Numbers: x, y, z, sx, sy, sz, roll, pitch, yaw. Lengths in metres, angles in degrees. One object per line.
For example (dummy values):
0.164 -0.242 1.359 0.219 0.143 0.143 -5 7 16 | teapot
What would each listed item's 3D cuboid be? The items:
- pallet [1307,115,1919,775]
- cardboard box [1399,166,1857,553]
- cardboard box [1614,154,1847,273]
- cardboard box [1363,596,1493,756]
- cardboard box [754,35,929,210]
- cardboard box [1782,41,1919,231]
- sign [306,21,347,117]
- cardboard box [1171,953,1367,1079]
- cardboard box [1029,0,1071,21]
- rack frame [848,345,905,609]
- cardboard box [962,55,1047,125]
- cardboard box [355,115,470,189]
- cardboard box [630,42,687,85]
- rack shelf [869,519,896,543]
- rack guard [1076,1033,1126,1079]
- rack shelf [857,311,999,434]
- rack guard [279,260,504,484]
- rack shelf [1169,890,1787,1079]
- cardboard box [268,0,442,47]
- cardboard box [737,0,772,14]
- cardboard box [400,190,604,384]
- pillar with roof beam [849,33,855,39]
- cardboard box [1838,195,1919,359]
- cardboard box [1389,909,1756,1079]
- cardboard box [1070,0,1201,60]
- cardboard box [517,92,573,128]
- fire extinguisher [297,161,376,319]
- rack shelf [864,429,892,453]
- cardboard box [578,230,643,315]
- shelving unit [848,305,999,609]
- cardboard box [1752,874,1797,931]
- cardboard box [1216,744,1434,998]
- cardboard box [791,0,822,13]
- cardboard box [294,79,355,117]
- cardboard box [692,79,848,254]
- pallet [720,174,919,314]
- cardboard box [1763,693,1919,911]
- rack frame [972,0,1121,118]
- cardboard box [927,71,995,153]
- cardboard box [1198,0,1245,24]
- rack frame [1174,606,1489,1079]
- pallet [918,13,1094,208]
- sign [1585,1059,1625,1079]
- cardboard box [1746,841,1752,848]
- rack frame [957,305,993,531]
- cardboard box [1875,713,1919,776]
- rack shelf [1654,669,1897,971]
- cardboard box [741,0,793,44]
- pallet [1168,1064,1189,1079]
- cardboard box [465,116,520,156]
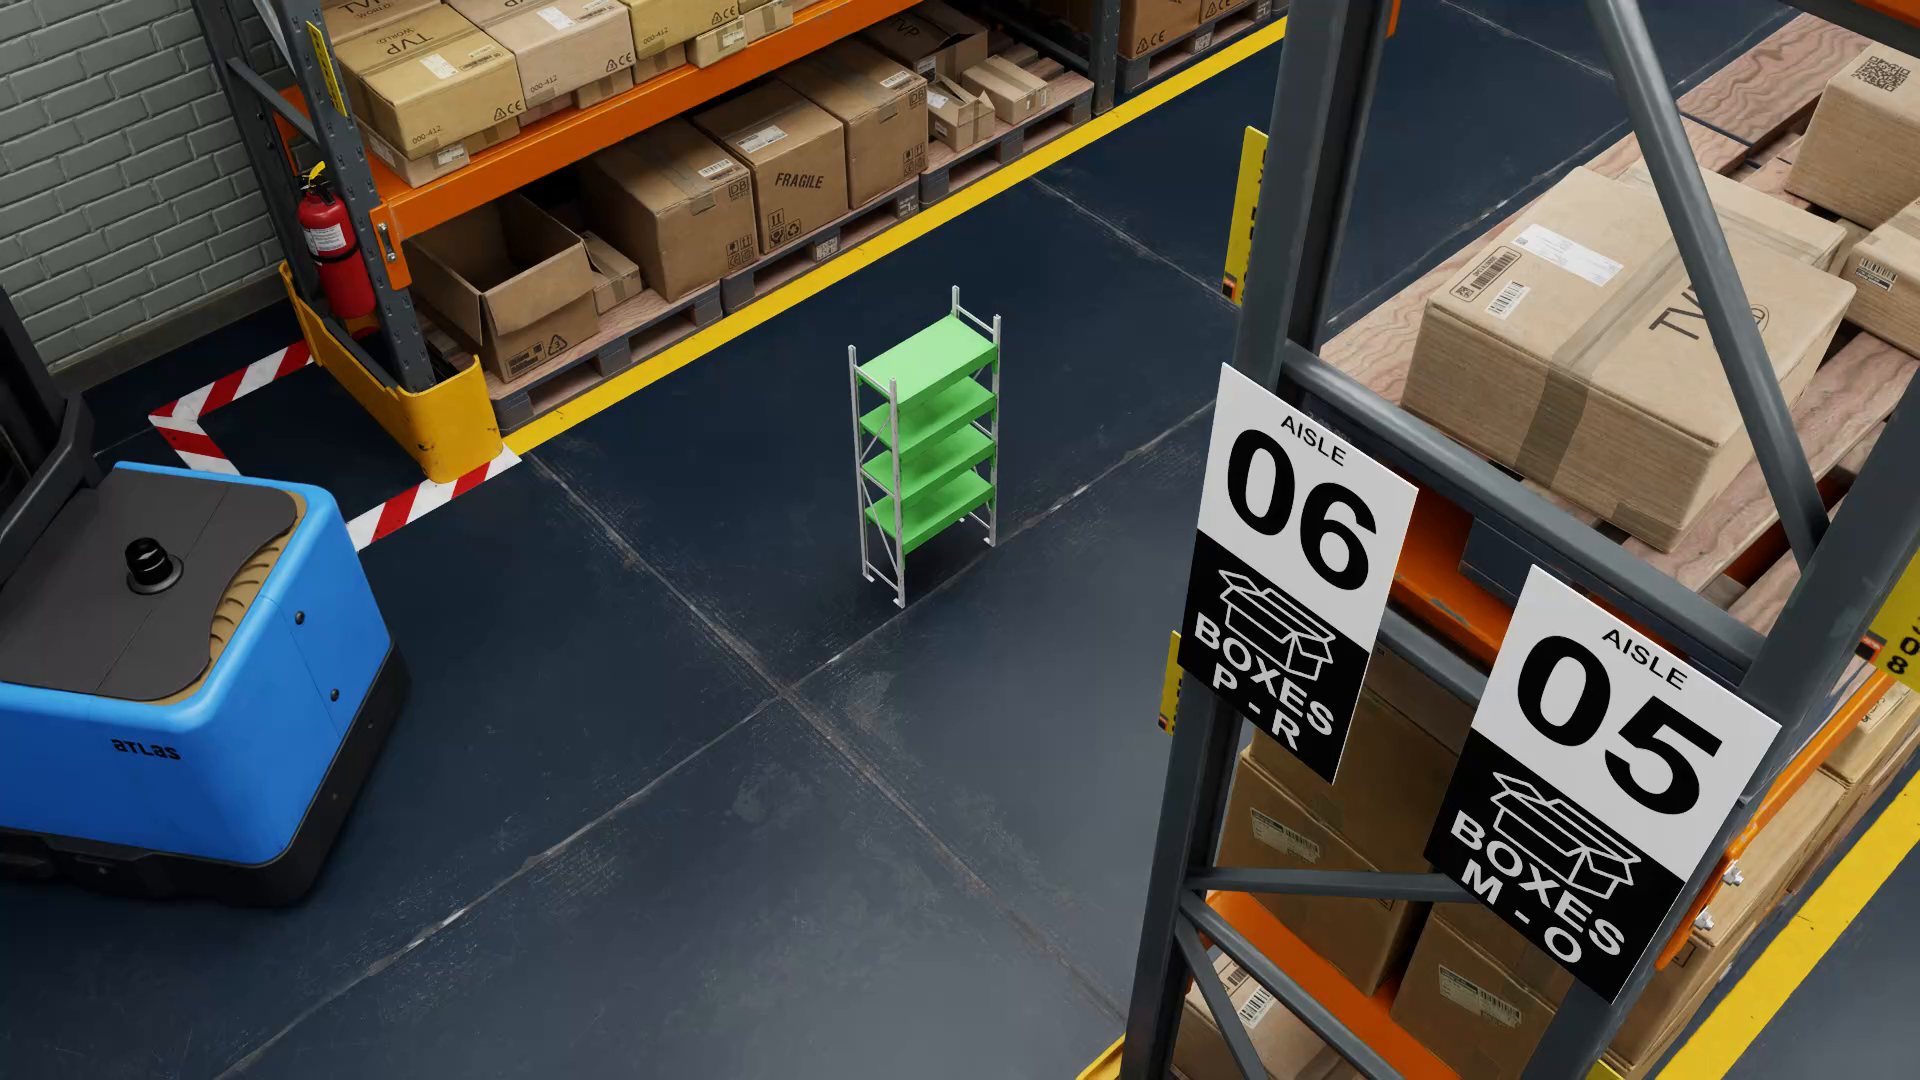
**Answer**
1.368 -0.261 3.023 1.213 0.211 1.003 -34 56 -27 | pallet
1.098 -0.316 2.761 0.500 0.250 0.500 34 56 27 | cardboard box
1.354 -0.532 3.030 0.380 0.149 0.250 35 56 28 | cardboard box
0.956 0.219 3.371 0.250 0.149 0.380 -33 55 -27 | cardboard box
-0.573 -2.059 8.078 0.500 0.500 0.700 -36 57 -28 | cardboard box
1.967 -0.778 3.146 0.500 0.311 0.500 -33 55 -27 | cardboard box
-2.151 -1.598 5.647 0.005 0.325 0.100 -34 56 -27 | sign
1.247 1.444 4.888 0.875 0.438 0.875 -36 57 -28 | cardboard box
0.904 -3.513 9.317 1.298 0.649 0.516 -32 55 -26 | cardboard box
-0.303 -0.204 6.175 0.015 1.200 0.240 -34 56 -27 | rack frame
0.229 -2.317 8.554 0.250 0.149 0.380 -35 56 -28 | cardboard box
-2.089 -1.527 6.342 0.250 0.149 0.380 -34 56 -27 | cardboard box
-1.340 -2.053 6.827 0.250 0.149 0.380 -33 55 -27 | cardboard box
-0.122 -0.138 6.489 0.442 0.029 0.199 -34 56 -27 | rack shelf
0.808 1.958 4.657 0.348 0.500 1.175 -34 56 -27 | rack guard
-0.122 -0.607 5.981 0.480 0.148 0.258 -34 56 -27 | rack shelf
-2.460 -0.789 7.191 0.348 0.500 1.175 -34 56 -27 | rack guard
2.305 0.353 4.926 4.000 0.370 1.077 -34 56 -27 | rack shelf
-2.355 -2.021 6.527 0.500 0.250 0.500 -32 55 -26 | cardboard box
-0.890 -2.493 6.962 0.500 0.250 0.500 -35 56 -28 | cardboard box
-2.000 -1.146 7.232 0.637 0.503 0.797 -36 57 -28 | cardboard box
2.218 -3.416 3.832 0.400 9.000 9.100 -34 56 -27 | pillar with roof beam
1.785 -0.423 2.929 0.250 0.149 0.380 -32 55 -26 | cardboard box
1.374 0.983 3.787 0.500 0.500 0.500 -34 56 -27 | cardboard box
0.952 -2.988 8.935 0.500 0.500 0.500 -31 55 -26 | cardboard box
-1.760 -1.827 6.619 0.250 0.149 0.380 -34 56 -28 | cardboard box
-2.314 -1.122 6.104 0.183 0.674 0.296 -34 56 -27 | fire extinguisher
-0.122 -0.464 6.136 0.442 0.029 0.199 -34 56 -27 | rack shelf
-1.660 -1.214 7.537 0.250 0.149 0.380 -36 57 -28 | cardboard box
7.177 1.156 4.921 8.595 1.200 13.061 -34 56 -27 | shelving unit
1.729 0.718 4.032 0.500 0.500 0.500 -35 56 -28 | cardboard box
1.004 0.682 4.065 0.500 0.500 0.500 -33 56 -27 | cardboard box
-0.777 -2.443 7.188 0.250 0.149 0.380 -34 56 -27 | cardboard box
-2.452 -1.824 6.616 0.250 0.149 0.380 -34 56 -28 | cardboard box
-0.883 -1.753 7.795 0.500 0.500 0.500 -33 55 -27 | cardboard box
-0.969 -1.686 8.215 1.213 0.211 1.003 -34 56 -27 | pallet
1.750 0.384 3.660 0.500 0.500 0.500 -35 56 -28 | cardboard box
0.443 -3.577 8.063 0.127 3.000 1.000 -34 56 -27 | rack frame
-0.036 -2.180 8.349 0.258 0.266 0.396 -32 55 -26 | cardboard box
1.340 -3.257 9.182 0.500 0.500 0.500 -34 56 -28 | cardboard box
0.823 1.096 3.751 0.053 2.616 0.949 -34 56 -27 | rack frame
-0.066 -2.292 8.775 1.213 0.211 1.003 -34 56 -27 | pallet
1.195 1.083 3.121 0.005 0.325 0.100 -34 56 -27 | sign
1.275 0.480 3.129 0.250 0.149 0.380 -33 55 -26 | cardboard box
0.058 -0.446 6.398 0.006 1.046 0.228 -34 56 -27 | rack frame
2.126 0.125 3.899 0.500 0.500 0.500 -34 56 -27 | cardboard box
5.639 2.539 1.888 4.000 1.870 10.987 -34 56 -27 | rack shelf
-0.921 -2.278 7.035 0.250 0.149 0.380 -33 55 -26 | cardboard box
1.365 1.606 5.178 1.213 0.211 1.003 -34 56 -27 | pallet
-1.932 -1.678 6.482 0.250 0.149 0.380 -32 55 -26 | cardboard box
